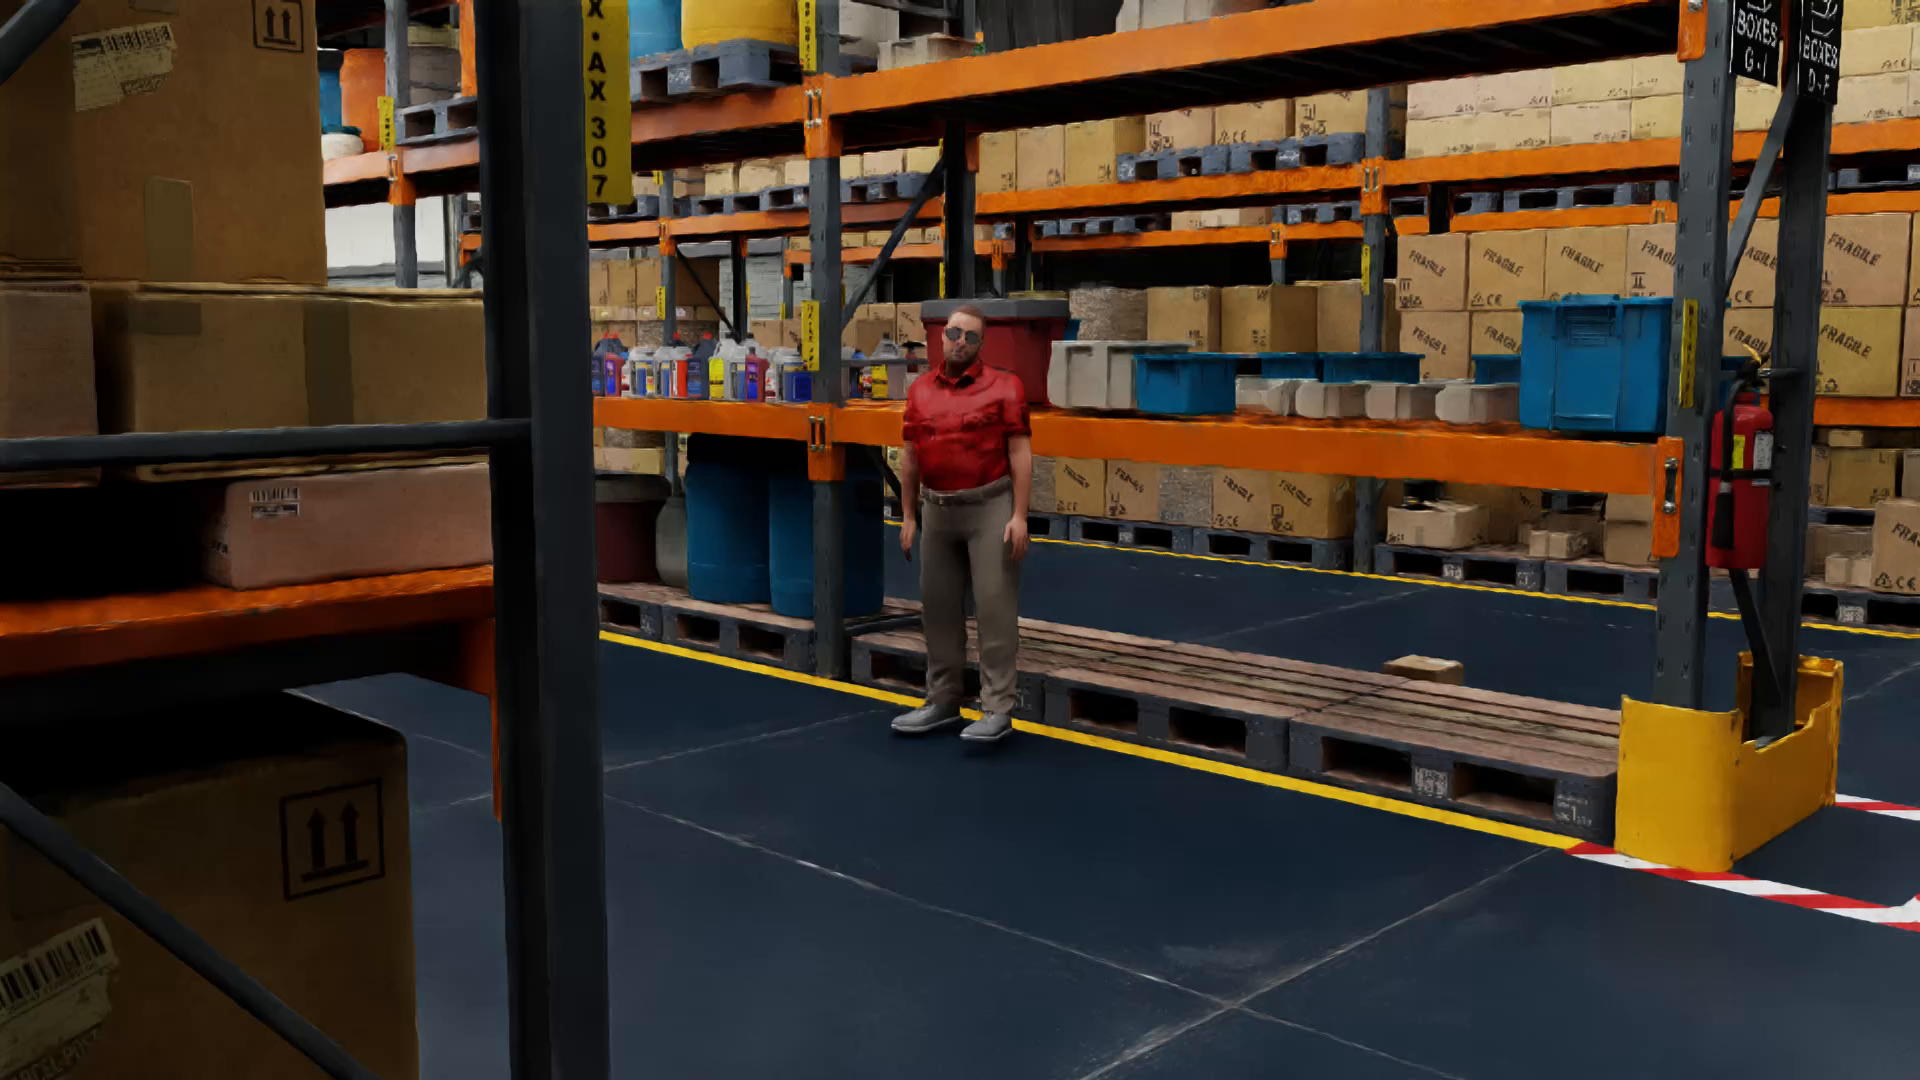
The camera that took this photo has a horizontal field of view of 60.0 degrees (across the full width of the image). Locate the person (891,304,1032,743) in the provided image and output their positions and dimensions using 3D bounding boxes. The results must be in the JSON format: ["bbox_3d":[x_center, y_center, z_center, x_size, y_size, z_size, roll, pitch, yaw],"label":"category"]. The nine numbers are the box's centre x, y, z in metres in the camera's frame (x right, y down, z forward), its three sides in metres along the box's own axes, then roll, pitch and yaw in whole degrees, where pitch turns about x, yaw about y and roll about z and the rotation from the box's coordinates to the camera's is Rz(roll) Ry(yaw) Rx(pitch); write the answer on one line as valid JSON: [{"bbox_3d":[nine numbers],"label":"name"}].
[{"bbox_3d":[-0.005,-0.063,6.632,0.608,1.737,0.474,3,8,26],"label":"person"}]
